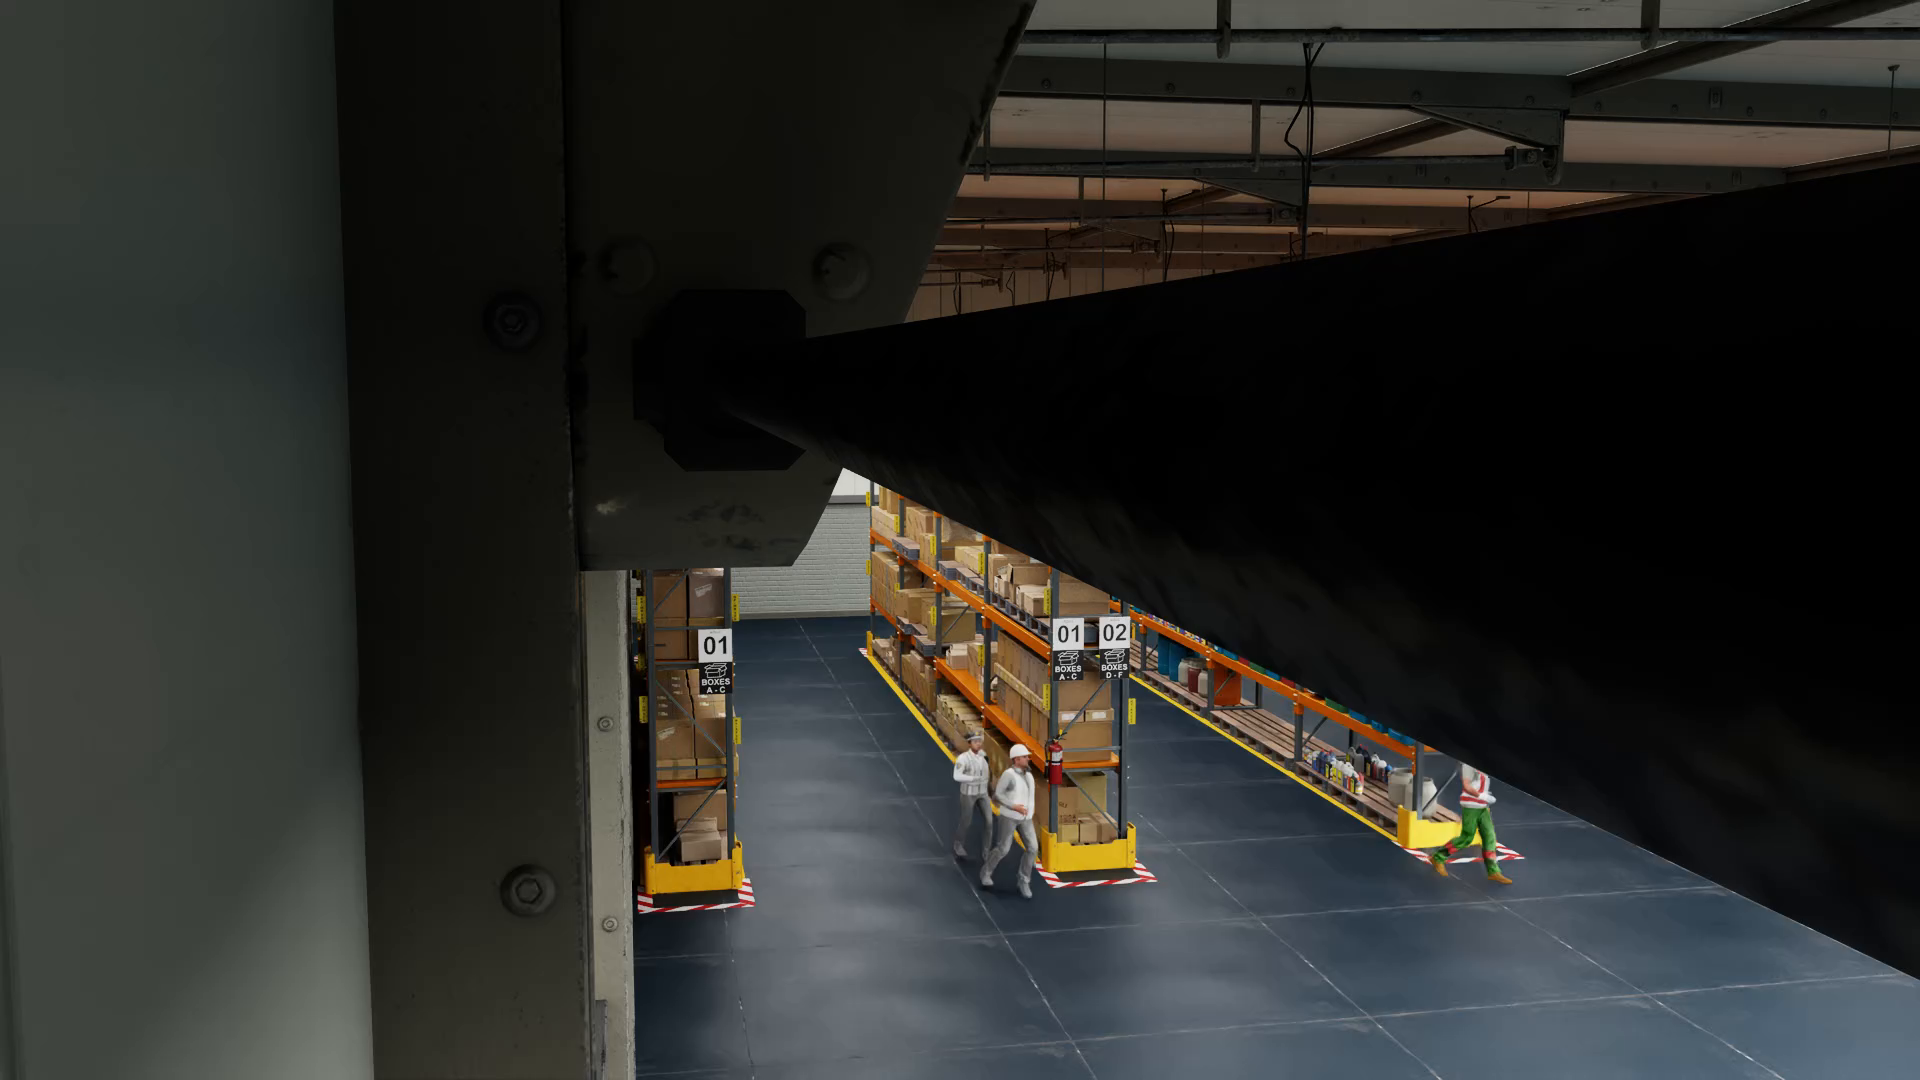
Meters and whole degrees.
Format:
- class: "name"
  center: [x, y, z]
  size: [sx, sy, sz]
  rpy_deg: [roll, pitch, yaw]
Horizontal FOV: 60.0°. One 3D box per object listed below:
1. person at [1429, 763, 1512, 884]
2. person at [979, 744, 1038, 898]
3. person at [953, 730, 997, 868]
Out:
- class: "person"
  center: [6.371, 3.295, 20.536]
  size: [0.985, 1.753, 0.717]
  rpy_deg: [3, 7, 28]
- class: "person"
  center: [0.685, 3.370, 20.139]
  size: [0.734, 1.800, 0.753]
  rpy_deg: [-5, 8, -42]
- class: "person"
  center: [0.163, 3.277, 21.194]
  size: [0.604, 1.762, 0.701]
  rpy_deg: [-3, 7, -29]
